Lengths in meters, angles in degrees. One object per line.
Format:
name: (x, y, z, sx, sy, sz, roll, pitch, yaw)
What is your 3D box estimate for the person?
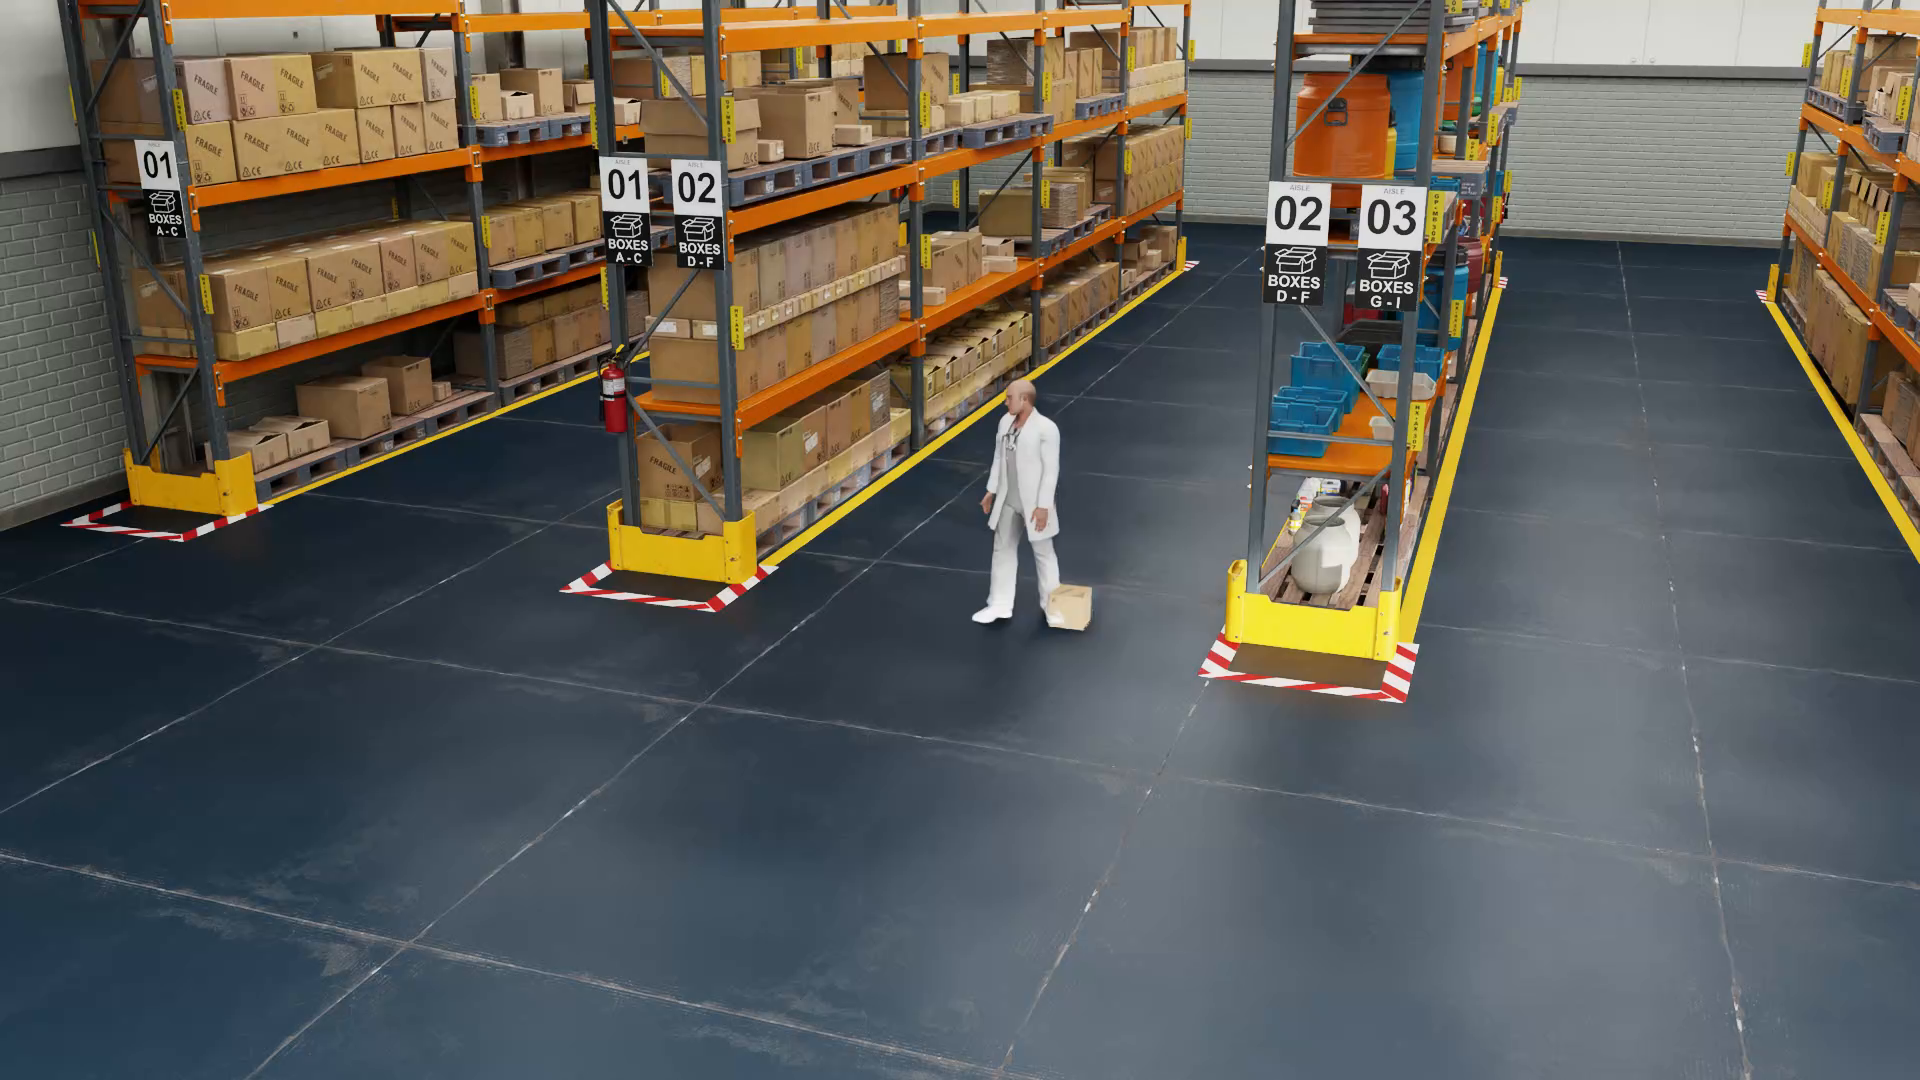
person: (0.418, -0.268, 11.811, 0.657, 1.773, 0.658, 15, 23, 37)
